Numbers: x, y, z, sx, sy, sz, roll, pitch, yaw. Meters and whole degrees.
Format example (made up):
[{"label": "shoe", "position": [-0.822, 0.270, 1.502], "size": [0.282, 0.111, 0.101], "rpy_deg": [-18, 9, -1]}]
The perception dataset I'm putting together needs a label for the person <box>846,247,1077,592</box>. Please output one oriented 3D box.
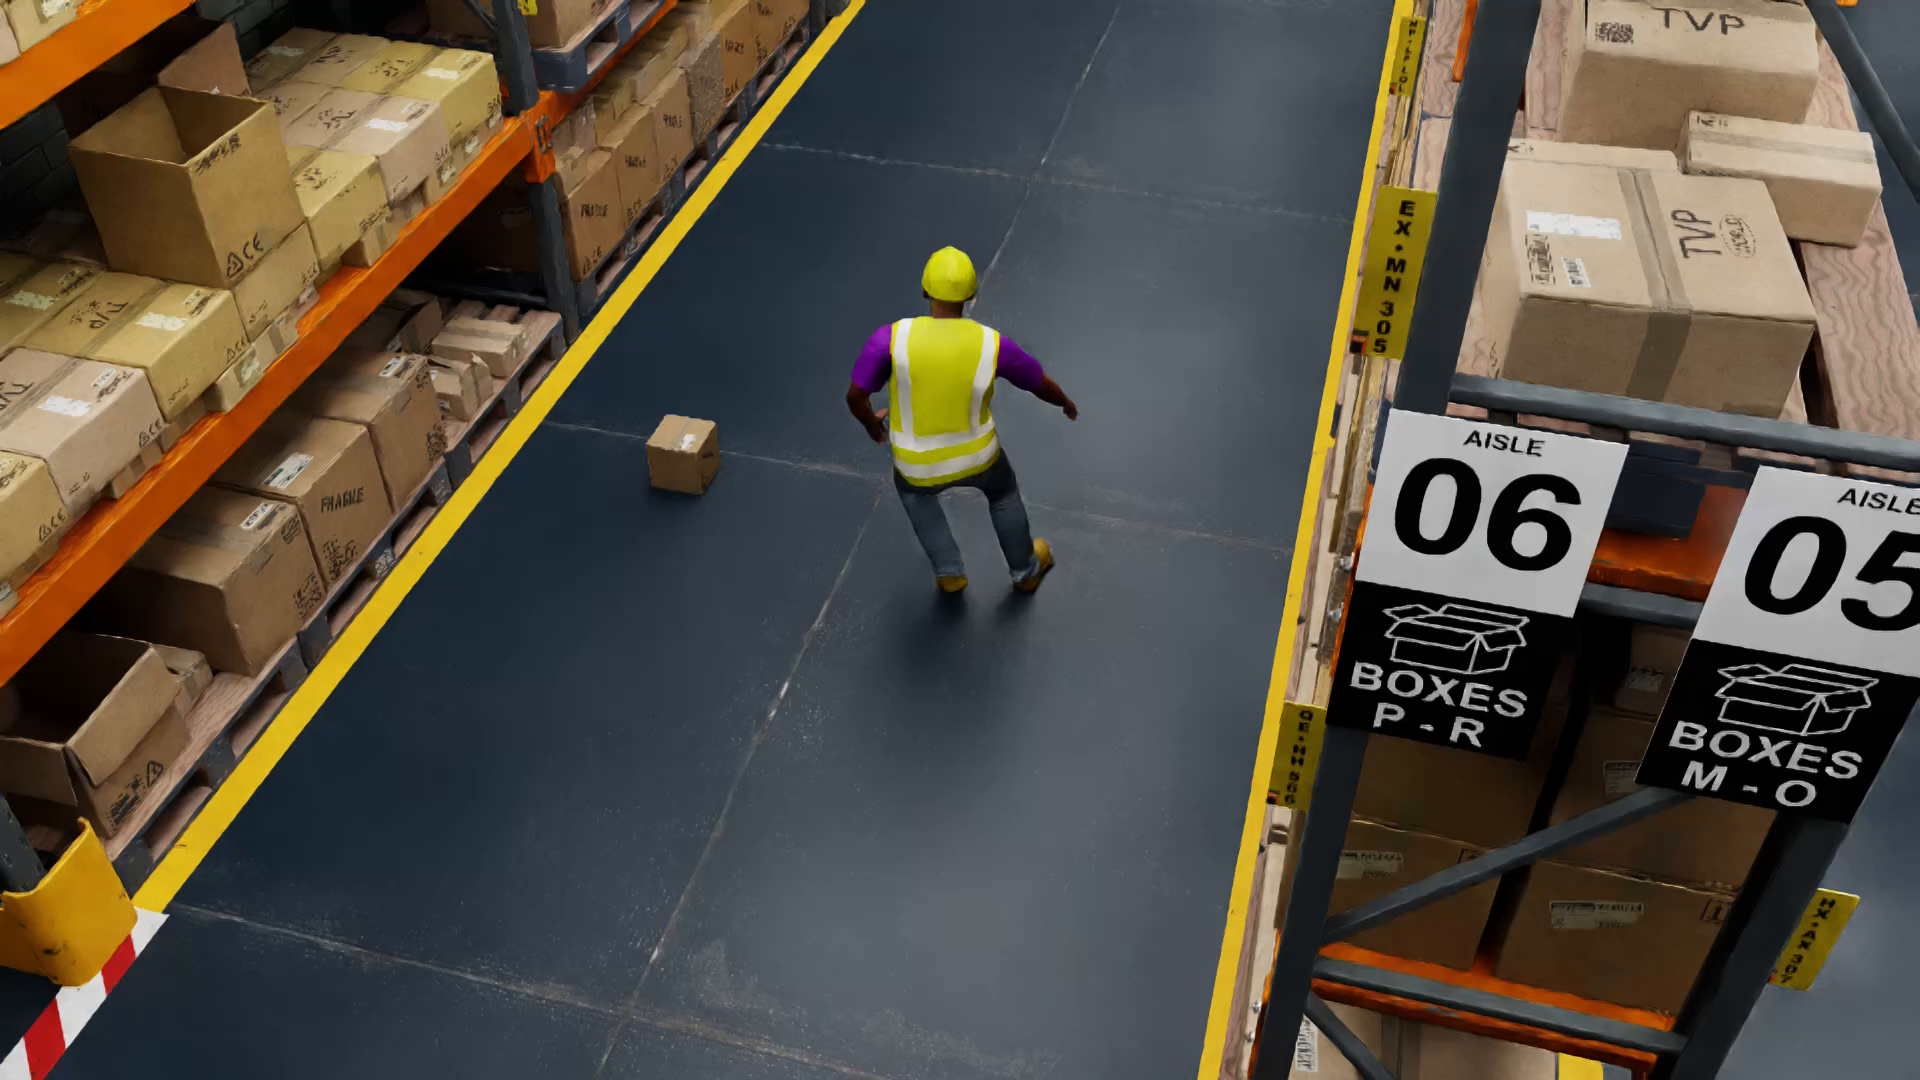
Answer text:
[{"label": "person", "position": [0.026, -0.416, 6.722], "size": [0.968, 1.685, 0.501], "rpy_deg": [-6, 41, -7]}]
